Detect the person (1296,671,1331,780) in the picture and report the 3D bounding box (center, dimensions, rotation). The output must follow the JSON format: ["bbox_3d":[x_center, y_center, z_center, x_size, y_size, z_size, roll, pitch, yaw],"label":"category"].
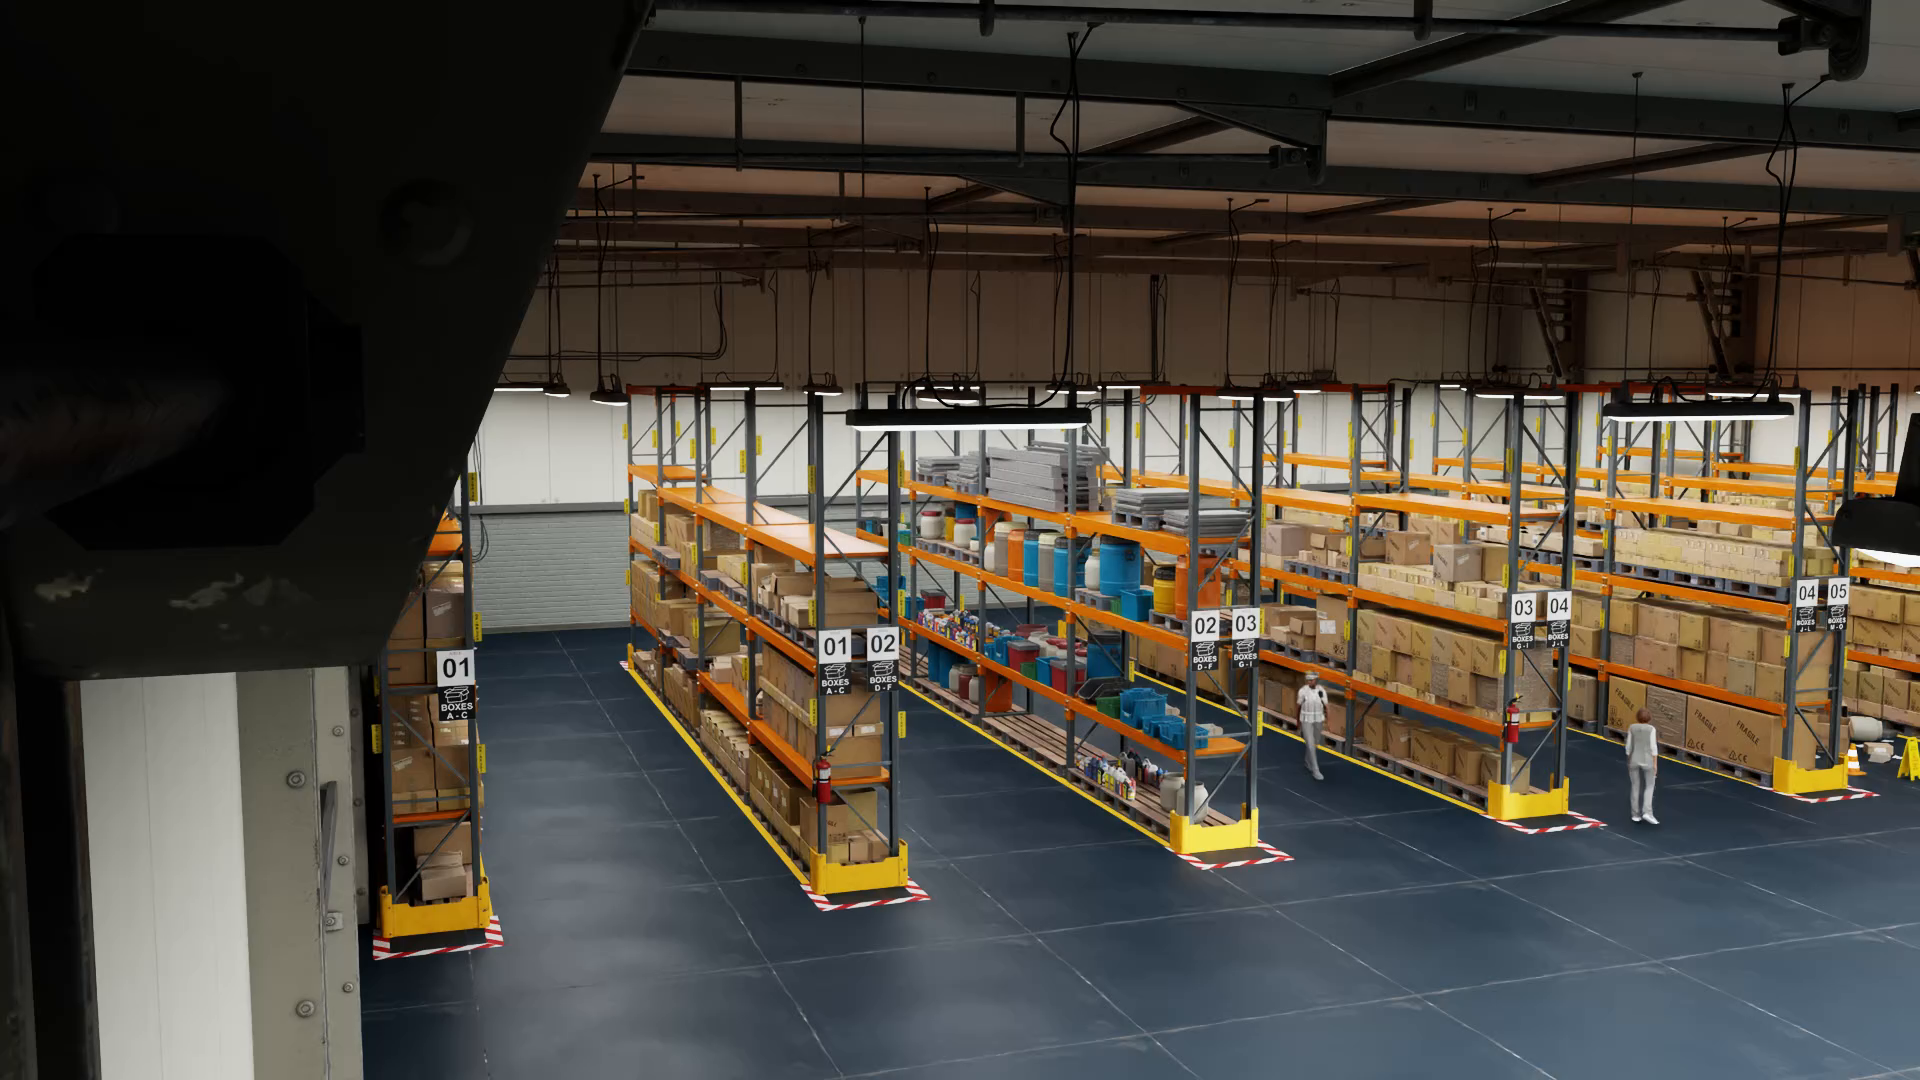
[{"bbox_3d":[5.500,2.836,25.798,0.472,1.634,0.913,-1,6,-6],"label":"person"}]

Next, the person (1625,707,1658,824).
[{"bbox_3d":[9.535,3.149,23.235,0.484,1.622,0.379,4,7,33],"label":"person"}]

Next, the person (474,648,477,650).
[{"bbox_3d":[-11.193,1.652,37.229,0.789,1.642,0.441,1,6,7],"label":"person"}]
